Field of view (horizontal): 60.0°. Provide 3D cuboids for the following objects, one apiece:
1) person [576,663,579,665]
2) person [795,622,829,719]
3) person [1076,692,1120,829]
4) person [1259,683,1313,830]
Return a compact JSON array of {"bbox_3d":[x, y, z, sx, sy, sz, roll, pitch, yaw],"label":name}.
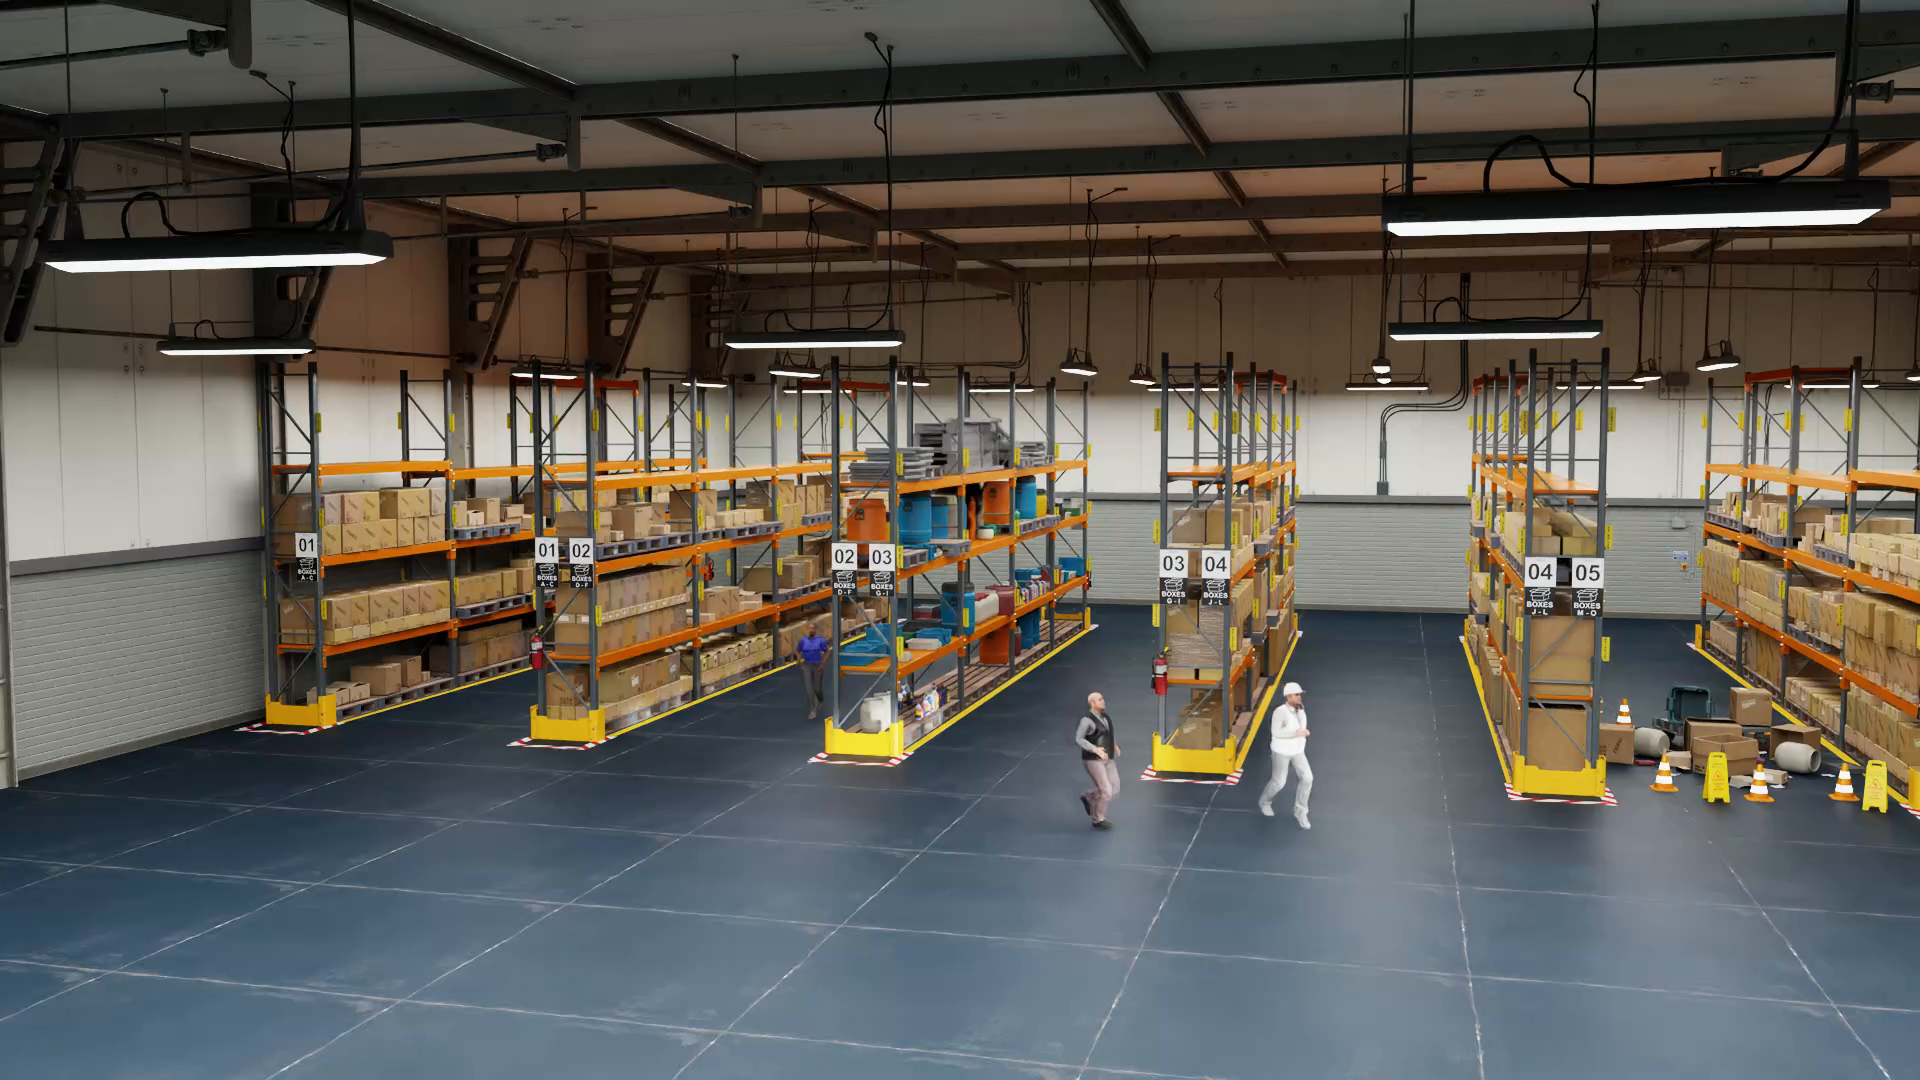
[{"bbox_3d":[-6.796,1.977,30.457,0.663,1.757,0.782,1,4,9],"label":"person"},{"bbox_3d":[-2.518,2.202,28.319,0.587,1.626,0.601,0,4,3],"label":"person"},{"bbox_3d":[1.694,2.718,20.582,0.611,1.672,0.657,3,5,40],"label":"person"},{"bbox_3d":[4.066,2.666,20.777,0.678,1.820,0.859,-3,5,-35],"label":"person"}]
